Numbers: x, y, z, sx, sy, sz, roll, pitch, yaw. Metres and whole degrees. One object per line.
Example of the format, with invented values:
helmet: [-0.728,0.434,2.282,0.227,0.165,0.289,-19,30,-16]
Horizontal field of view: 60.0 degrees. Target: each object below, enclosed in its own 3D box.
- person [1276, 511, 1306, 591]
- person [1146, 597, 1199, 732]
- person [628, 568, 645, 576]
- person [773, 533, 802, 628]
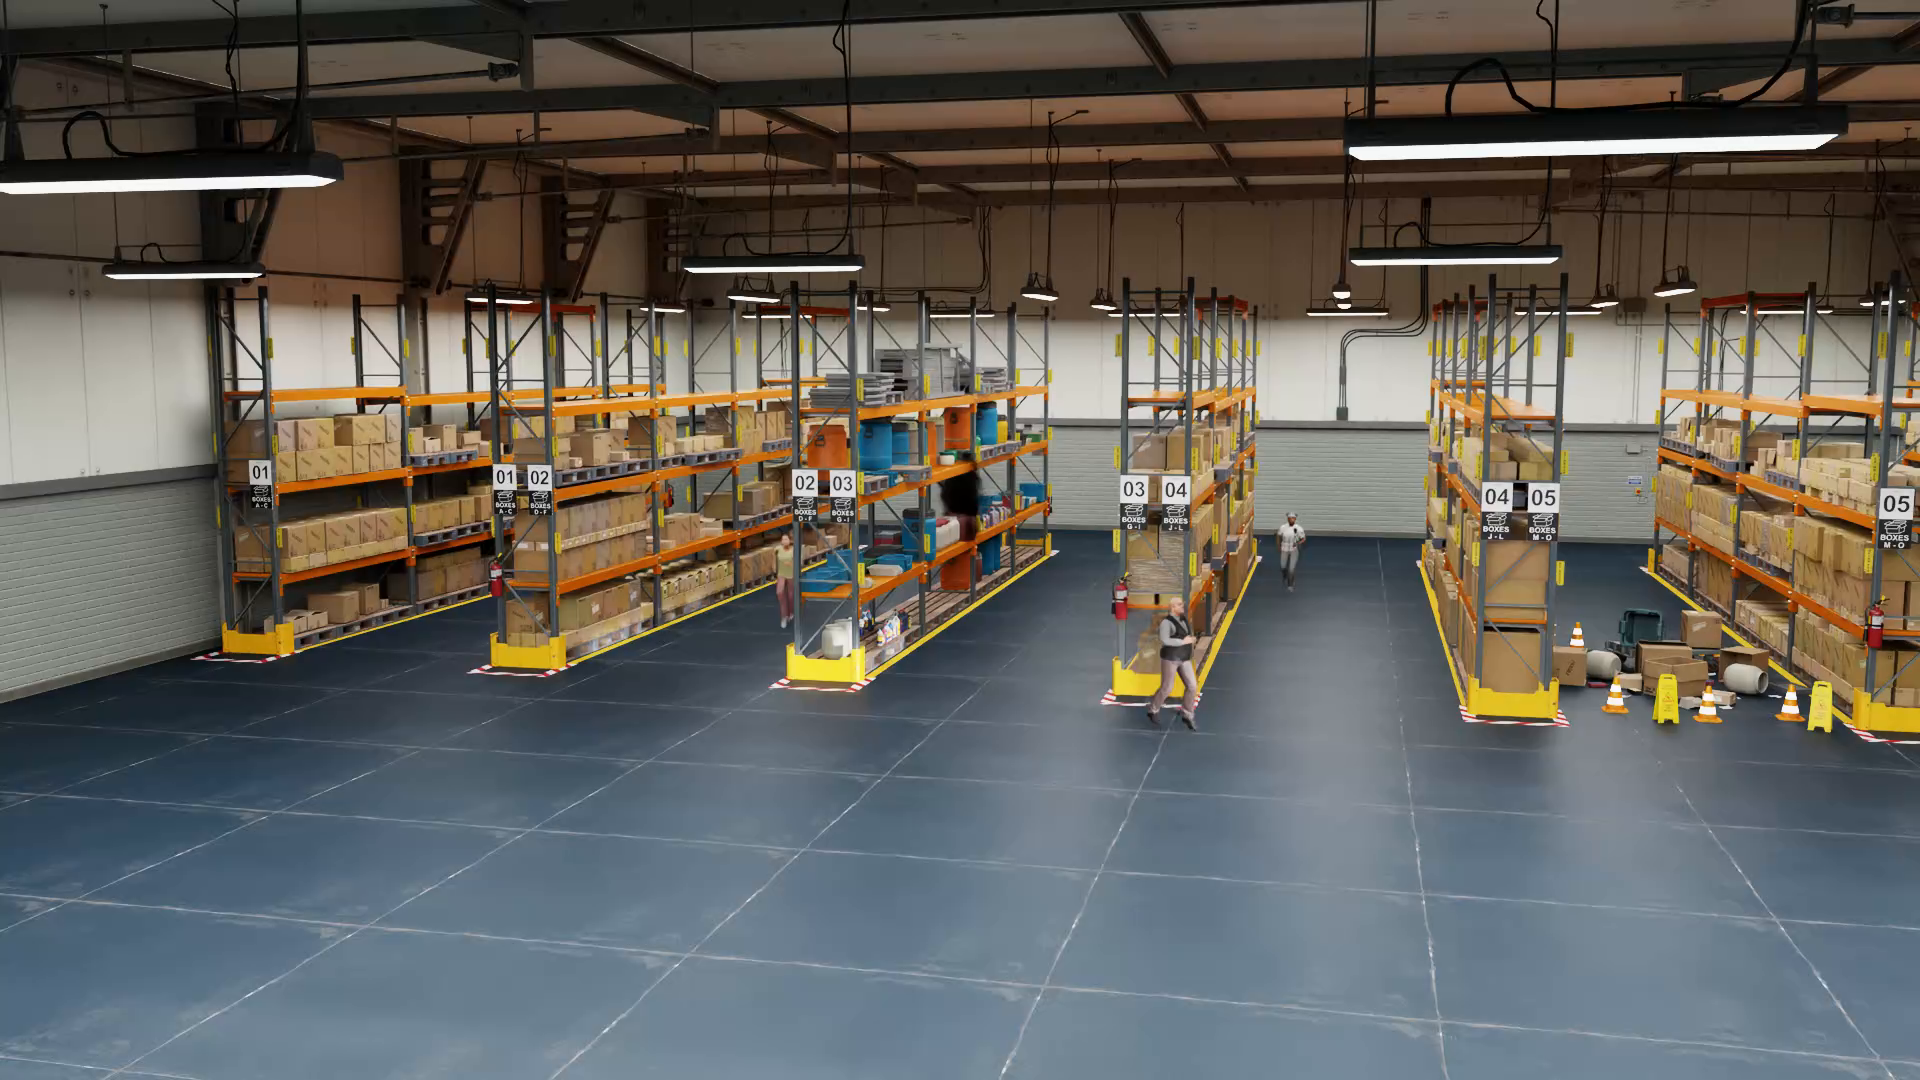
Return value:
person: [6.817,0.233,34.360,0.636,1.657,0.500,3,7,21]
person: [2.819,1.633,21.929,0.671,1.789,0.786,-6,9,-44]
person: [-6.672,0.198,34.194,0.664,1.739,0.603,1,7,11]
person: [-3.120,0.707,30.155,0.599,1.697,0.817,1,7,8]
